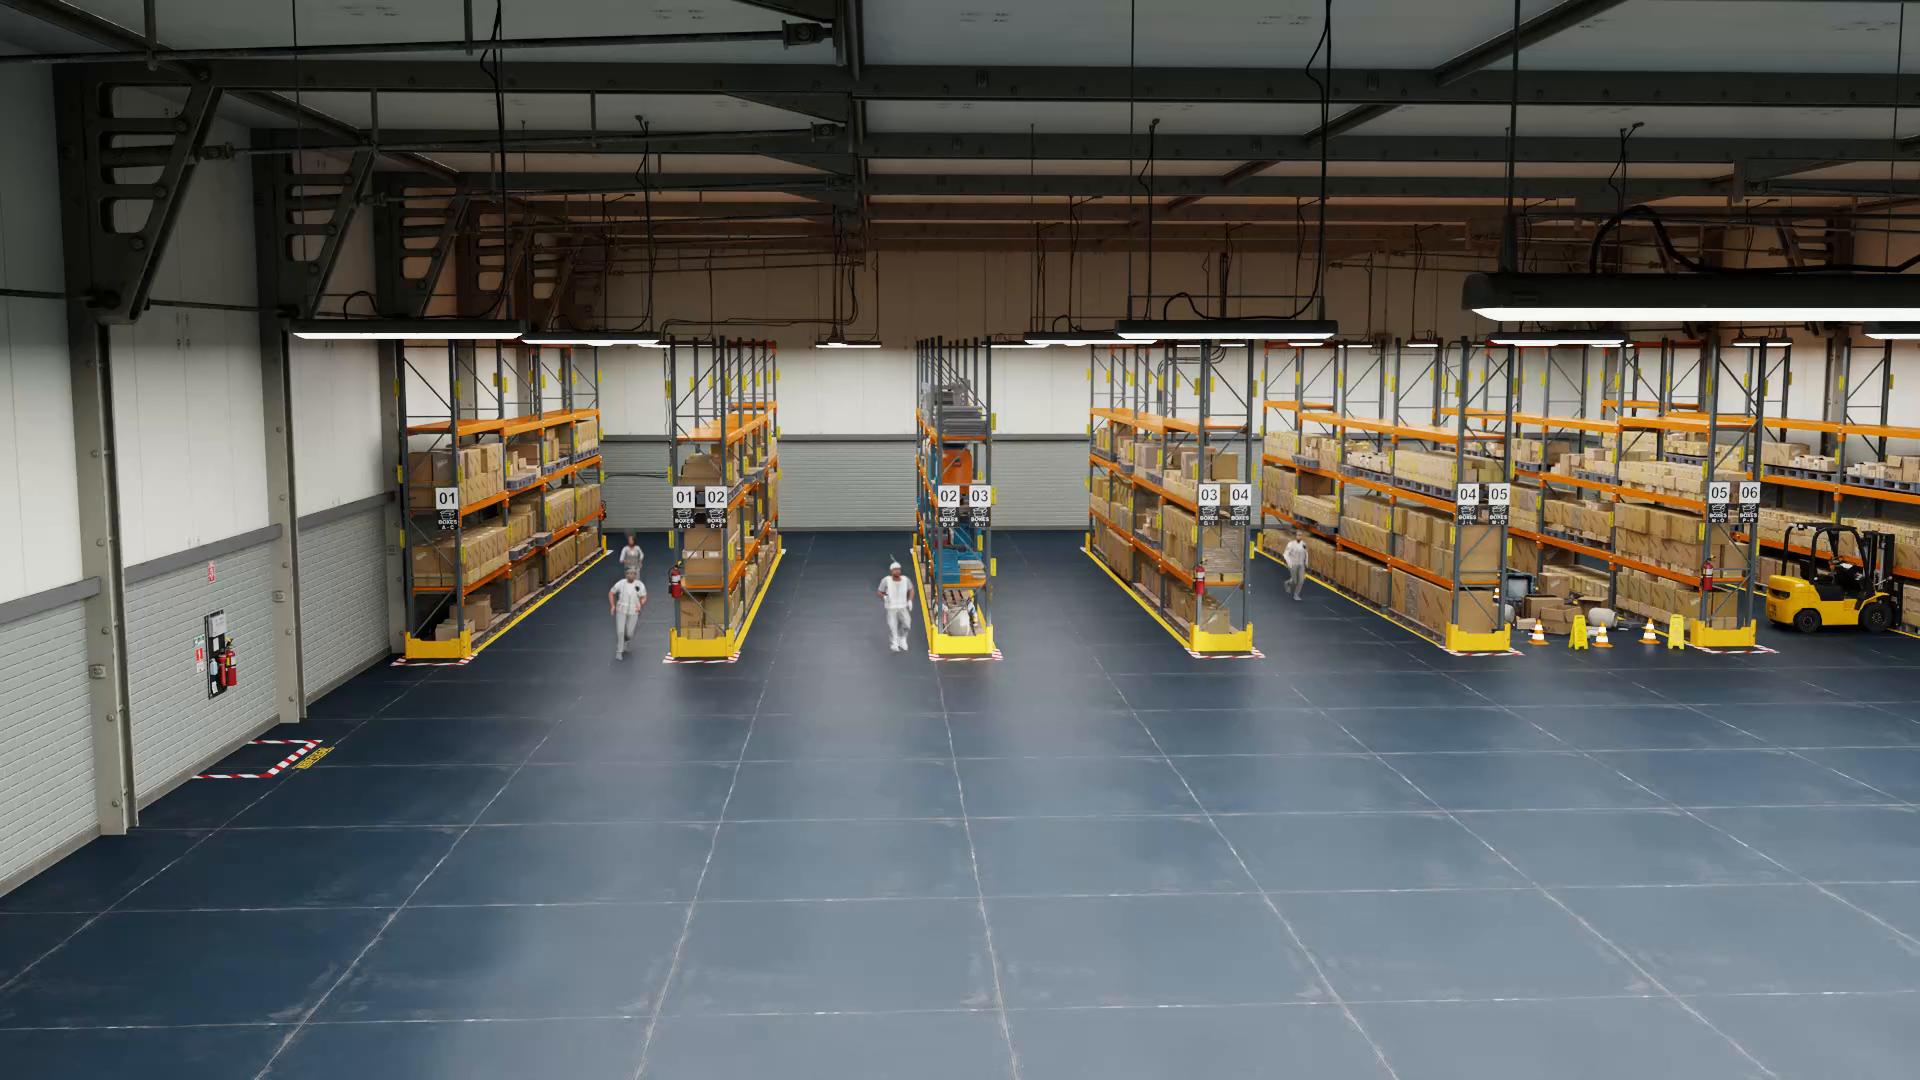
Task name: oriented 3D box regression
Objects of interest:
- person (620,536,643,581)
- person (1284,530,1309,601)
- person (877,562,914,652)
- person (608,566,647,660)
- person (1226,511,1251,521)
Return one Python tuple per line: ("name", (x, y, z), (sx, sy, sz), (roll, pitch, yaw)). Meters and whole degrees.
("person", (-7.329, 0.745, 37.159), (0.540, 1.502, 0.879), (-2, 7, -17))
("person", (7.749, 0.560, 38.377), (0.603, 1.648, 0.593), (-1, 7, -12))
("person", (-1.191, 1.297, 31.435), (0.723, 1.751, 0.597), (-1, 7, -12))
("person", (-6.231, 1.344, 31.226), (0.702, 1.749, 0.690), (-2, 7, -15))
("person", (7.573, -0.212, 45.356), (0.728, 1.643, 0.990), (0, 6, 1))
